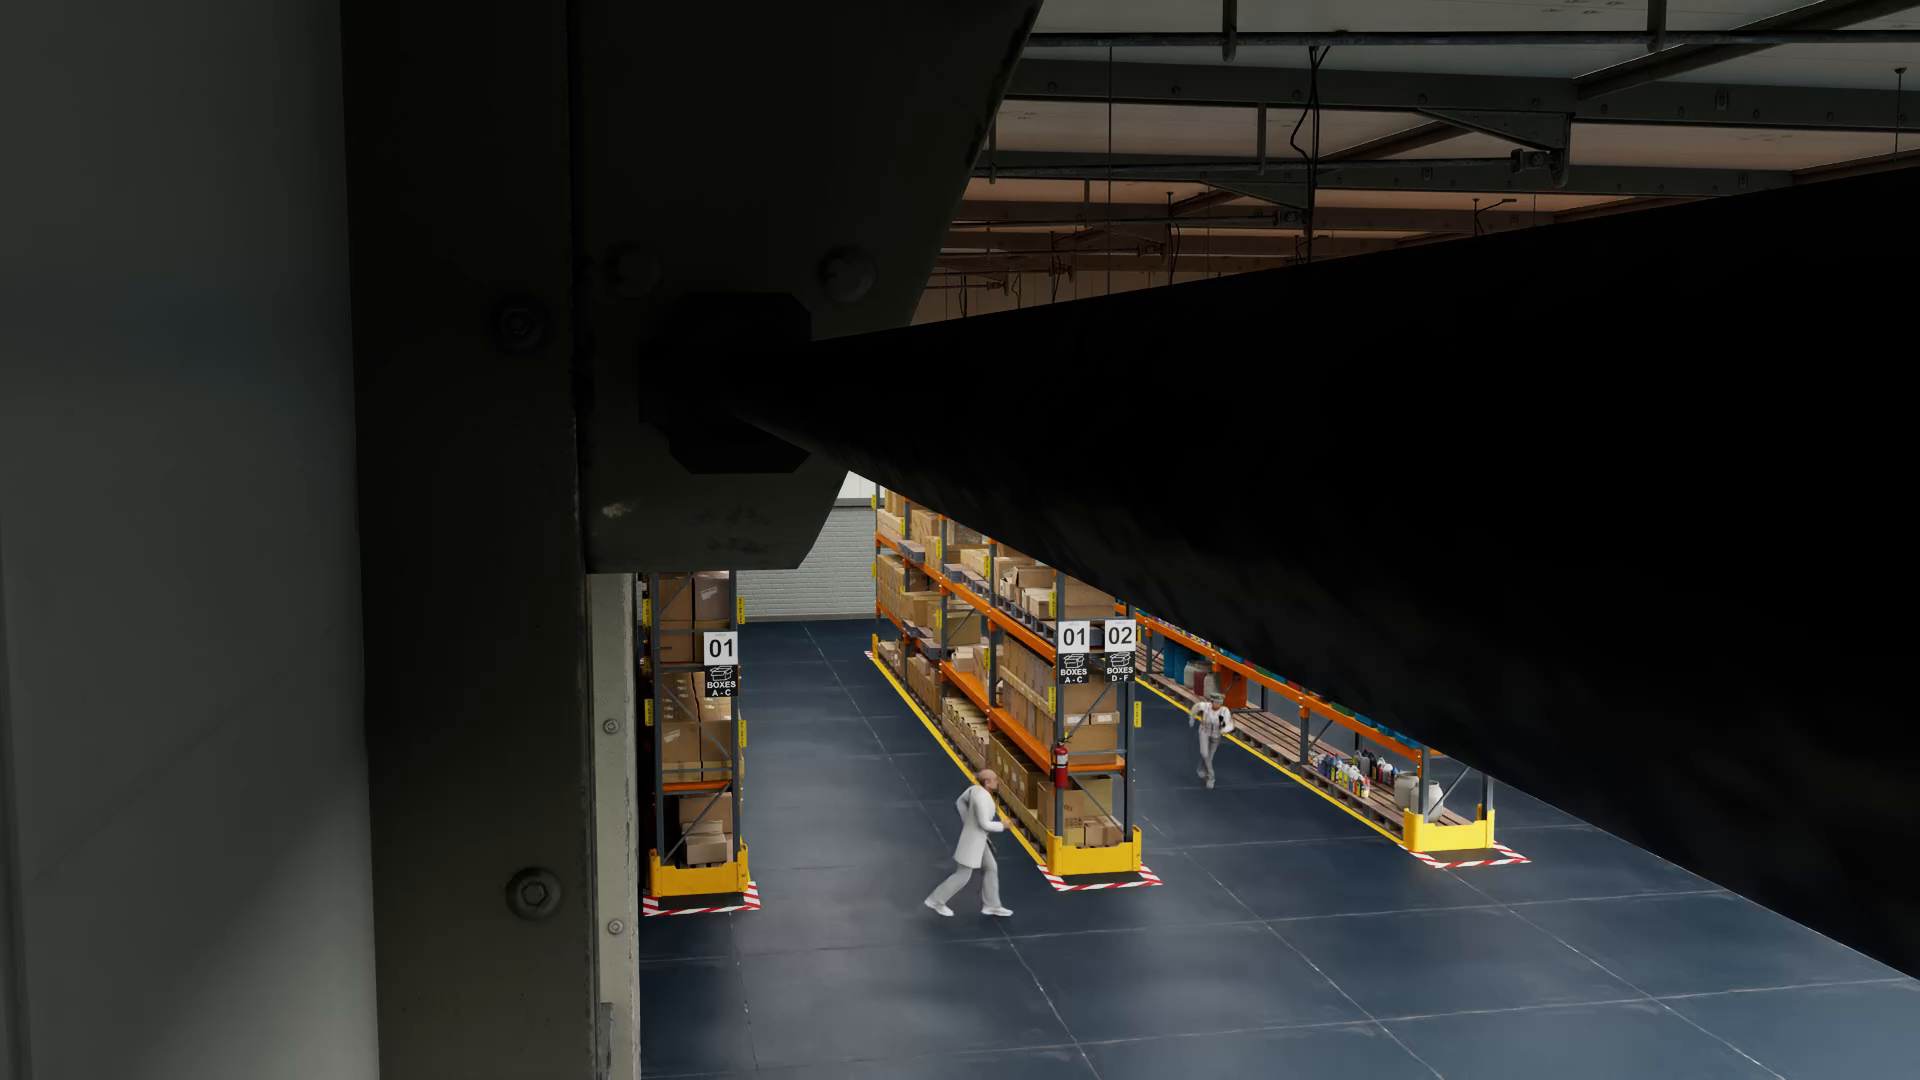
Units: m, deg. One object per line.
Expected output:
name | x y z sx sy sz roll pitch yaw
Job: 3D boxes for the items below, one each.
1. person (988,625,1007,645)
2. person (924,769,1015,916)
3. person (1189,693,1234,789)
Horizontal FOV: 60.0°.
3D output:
person | 0.808 1.831 36.403 0.600 1.619 0.959 -3 7 -27
person | 0.111 3.498 19.121 1.041 1.756 0.696 0 6 1
person | 3.814 2.987 25.261 0.619 1.478 1.061 0 6 0
